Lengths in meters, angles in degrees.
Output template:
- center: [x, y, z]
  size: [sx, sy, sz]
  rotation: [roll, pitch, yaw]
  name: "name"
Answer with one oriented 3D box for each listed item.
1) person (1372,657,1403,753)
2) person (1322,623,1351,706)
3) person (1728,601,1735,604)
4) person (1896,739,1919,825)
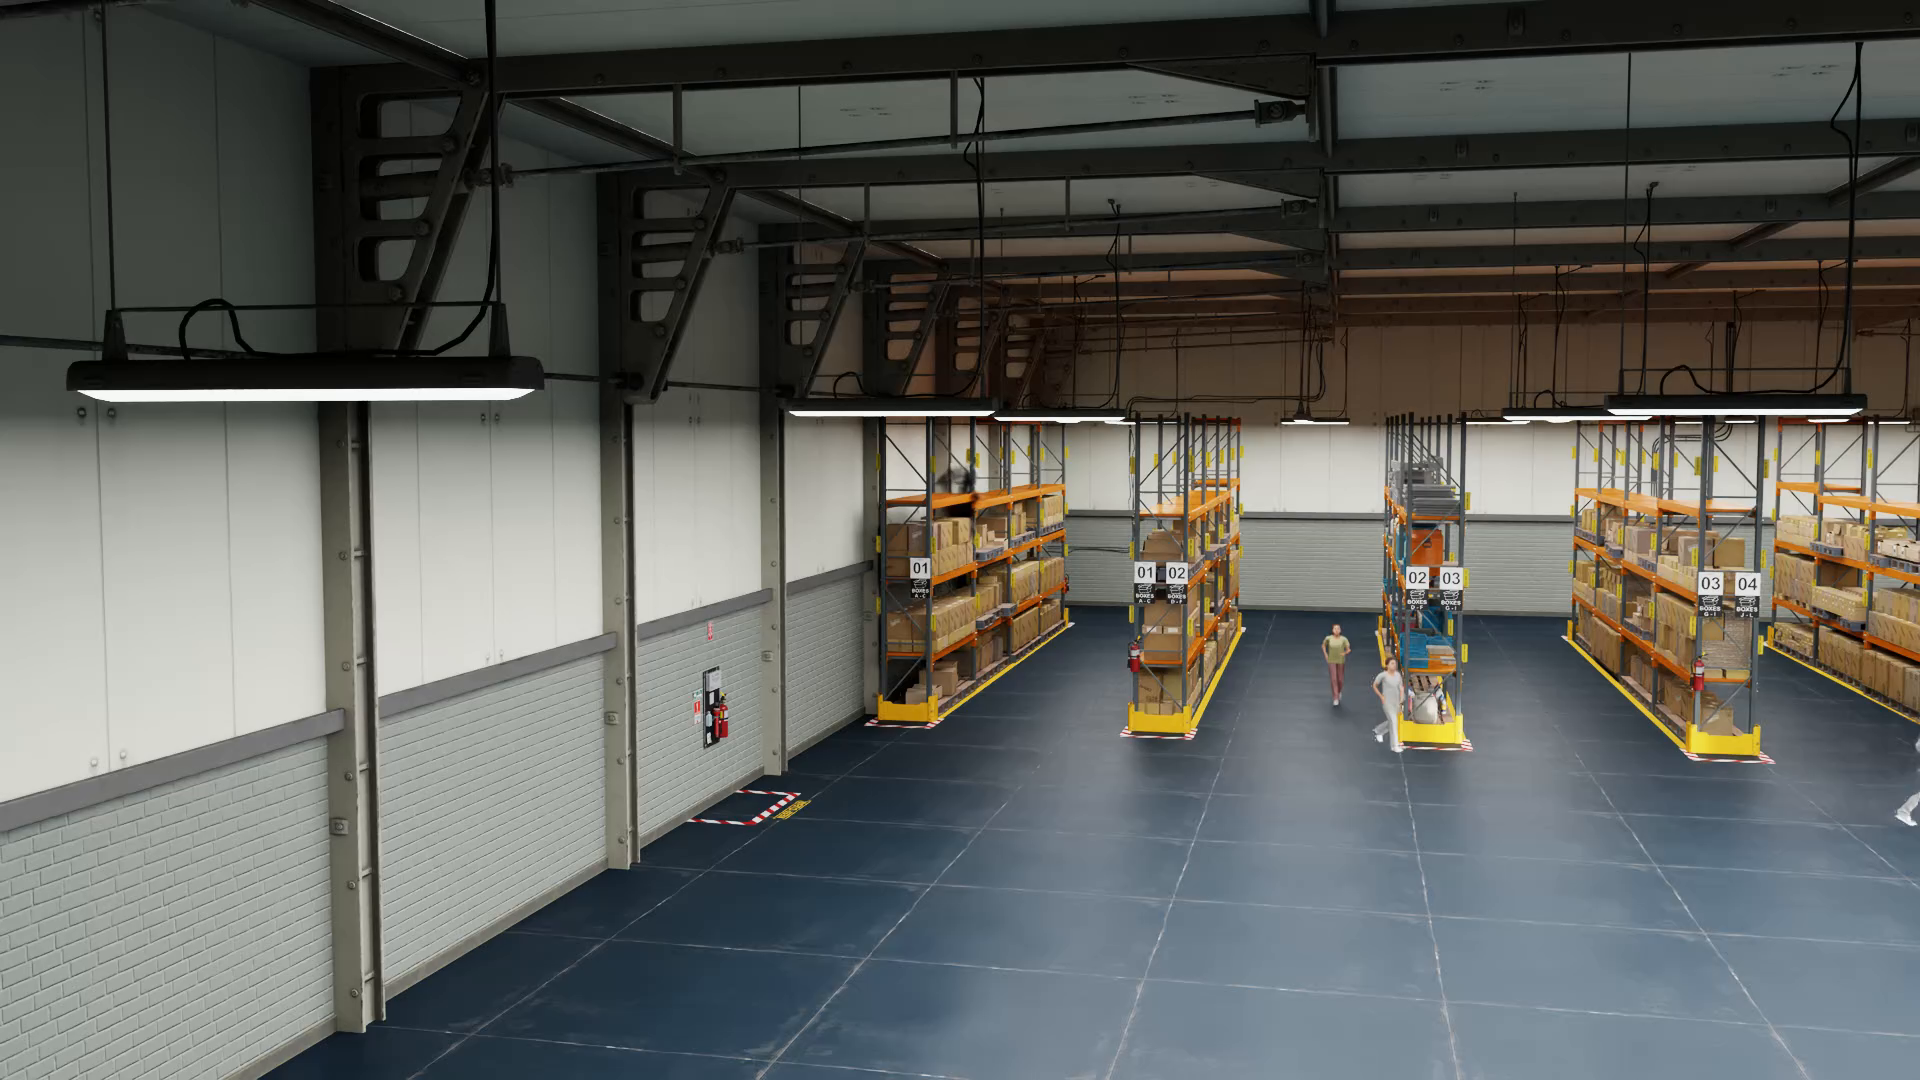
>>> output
- center: [7.626, 2.897, 29.565]
  size: [0.580, 1.650, 0.837]
  rotation: [-2, 4, -23]
  name: "person"
- center: [7.788, 2.551, 34.426]
  size: [0.584, 1.662, 0.839]
  rotation: [1, 4, 10]
  name: "person"
- center: [20.080, 1.889, 43.941]
  size: [0.846, 1.741, 0.706]
  rotation: [-3, 5, -41]
  name: "person"
- center: [13.705, 3.328, 23.530]
  size: [0.743, 1.645, 0.522]
  rotation: [3, 5, 39]
  name: "person"
